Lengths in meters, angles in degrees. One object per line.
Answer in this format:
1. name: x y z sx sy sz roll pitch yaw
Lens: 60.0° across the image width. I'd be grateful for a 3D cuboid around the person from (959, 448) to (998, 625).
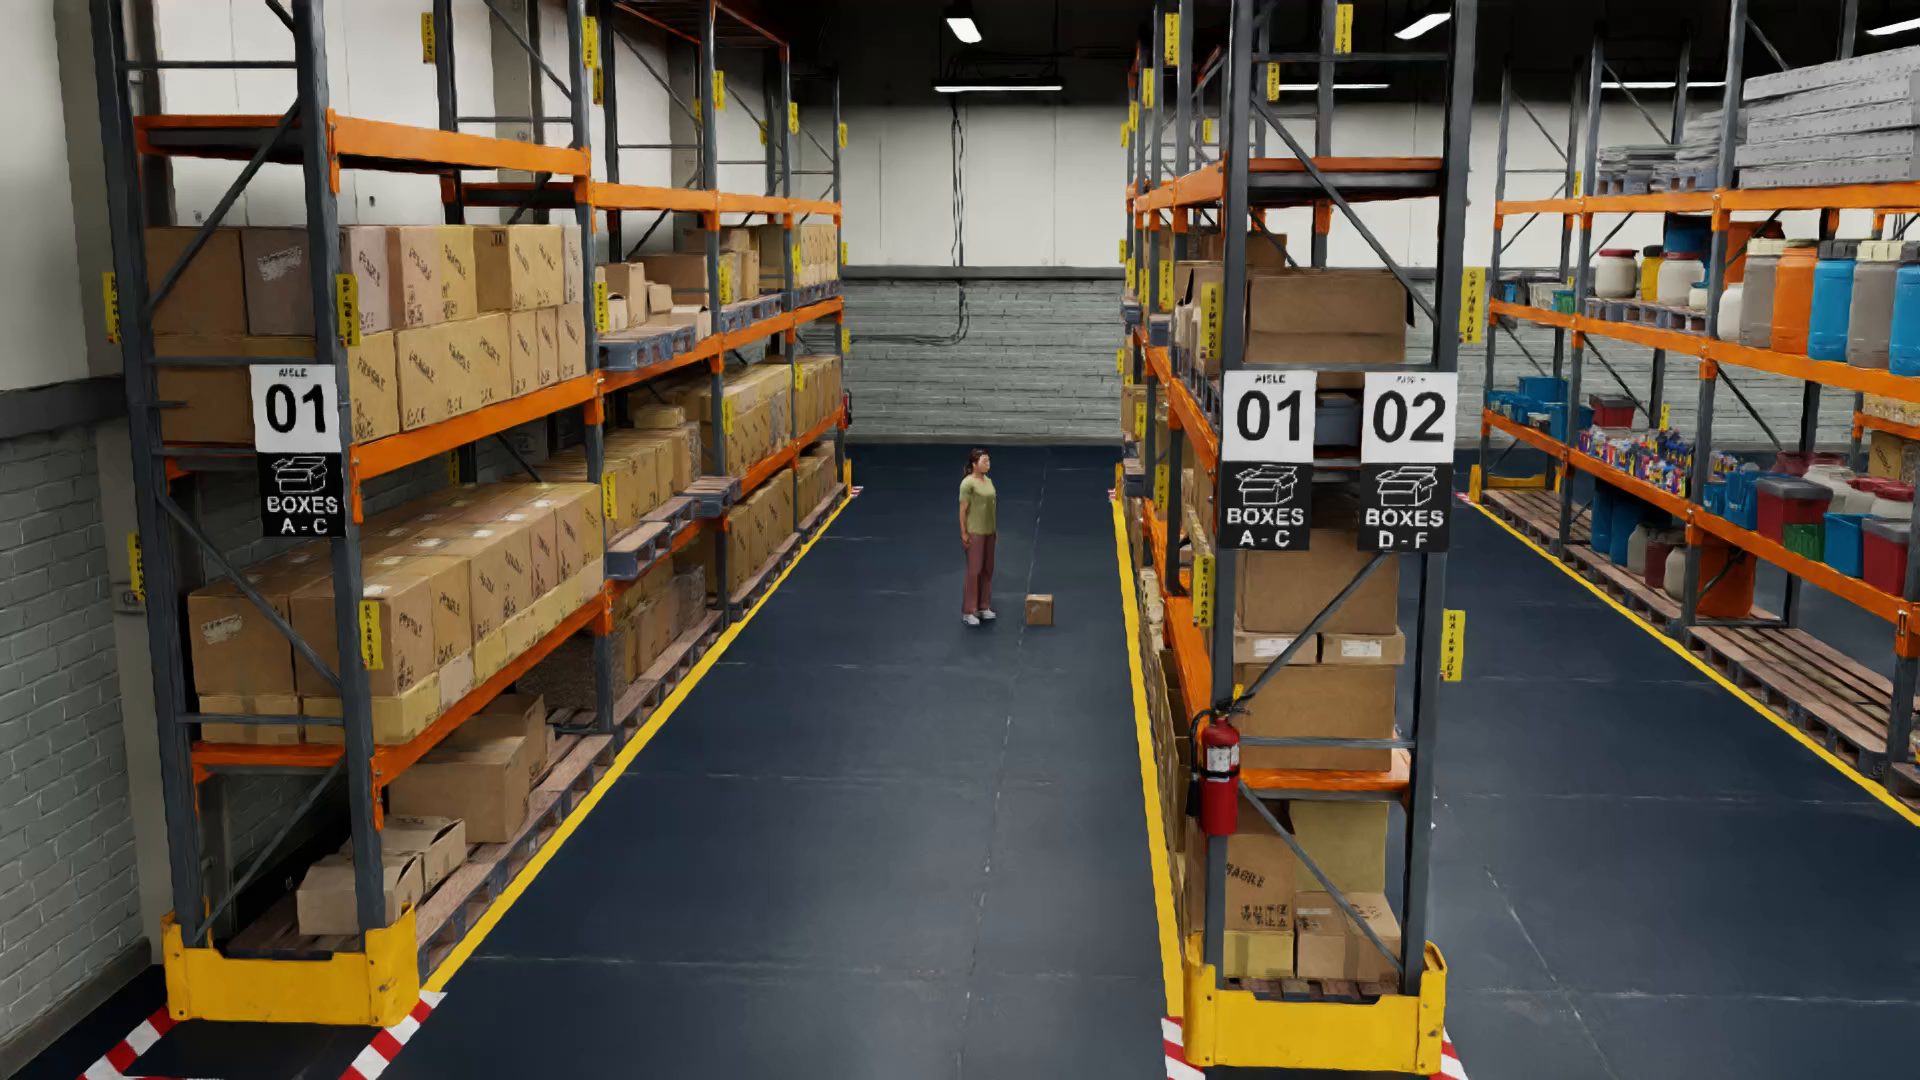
1. person: 0.181 -0.054 16.172 0.420 1.670 0.587 8 14 37
